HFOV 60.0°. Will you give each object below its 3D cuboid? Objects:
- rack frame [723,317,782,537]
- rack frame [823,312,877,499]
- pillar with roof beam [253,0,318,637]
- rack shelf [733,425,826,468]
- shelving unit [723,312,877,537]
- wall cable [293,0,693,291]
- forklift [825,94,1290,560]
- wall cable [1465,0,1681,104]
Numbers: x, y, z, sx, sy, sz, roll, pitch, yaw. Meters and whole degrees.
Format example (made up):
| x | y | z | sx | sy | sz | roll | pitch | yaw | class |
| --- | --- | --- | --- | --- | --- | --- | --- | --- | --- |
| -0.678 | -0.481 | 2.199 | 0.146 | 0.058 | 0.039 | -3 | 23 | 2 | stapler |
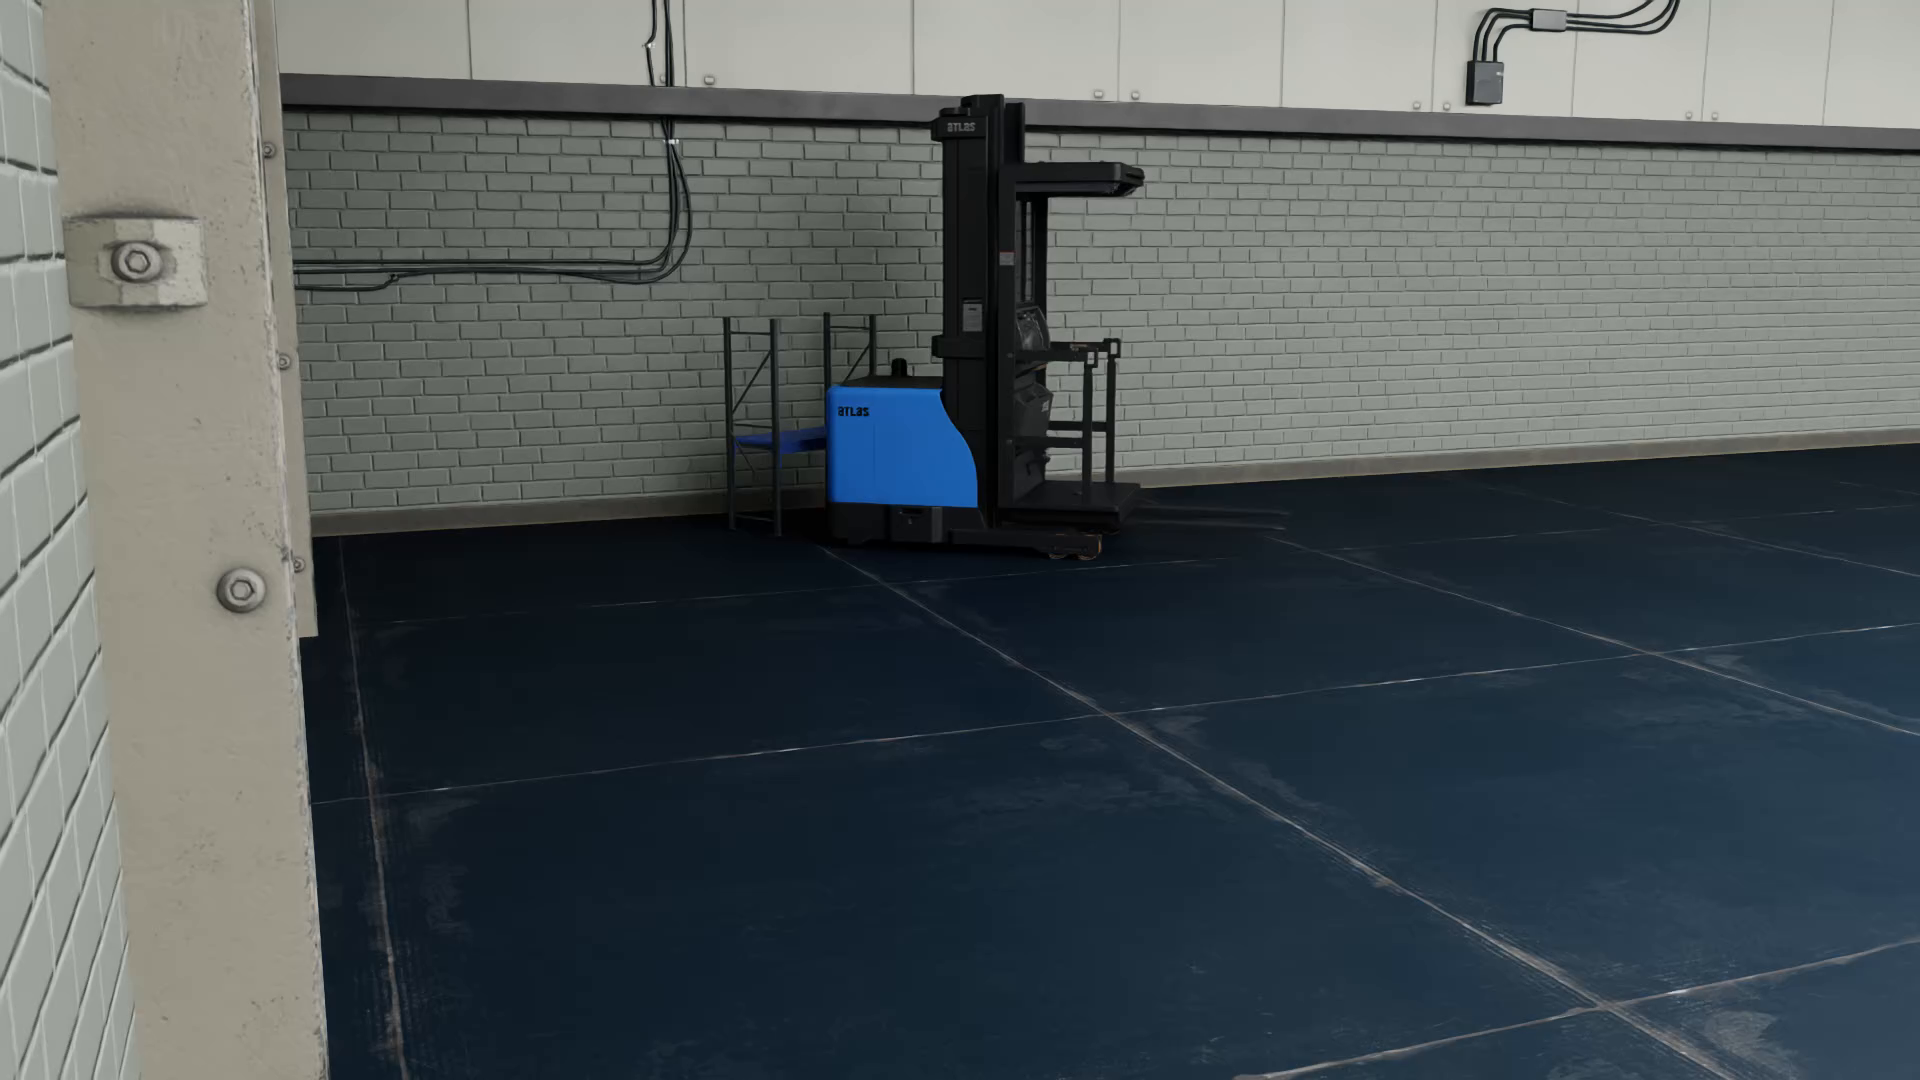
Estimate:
| x | y | z | sx | sy | sz | roll | pitch | yaw | class |
| --- | --- | --- | --- | --- | --- | --- | --- | --- | --- |
| -1.447 | -0.790 | 11.580 | 0.500 | 1.500 | 0.032 | 8 | 13 | 38 | rack frame |
| -0.813 | -0.929 | 12.363 | 0.500 | 1.500 | 0.032 | 8 | 13 | 38 | rack frame |
| 0.467 | -4.229 | 9.499 | 9.100 | 9.000 | 0.400 | -4 | 11 | -21 | pillar with roof beam |
| -1.130 | -0.683 | 12.003 | 0.538 | 0.185 | 1.000 | 8 | 13 | 38 | rack shelf |
| -1.130 | -0.860 | 11.972 | 0.538 | 1.500 | 1.048 | 8 | 13 | 38 | shelving unit |
| -3.380 | -2.992 | 11.410 | 3.097 | 2.526 | 0.112 | -4 | 11 | -21 | wall cable |
| 0.670 | -1.415 | 11.006 | 3.031 | 2.935 | 1.130 | 2 | 10 | 13 | forklift |
| 5.474 | -6.795 | 14.213 | 2.305 | 6.003 | 0.169 | -4 | 11 | -21 | wall cable |
